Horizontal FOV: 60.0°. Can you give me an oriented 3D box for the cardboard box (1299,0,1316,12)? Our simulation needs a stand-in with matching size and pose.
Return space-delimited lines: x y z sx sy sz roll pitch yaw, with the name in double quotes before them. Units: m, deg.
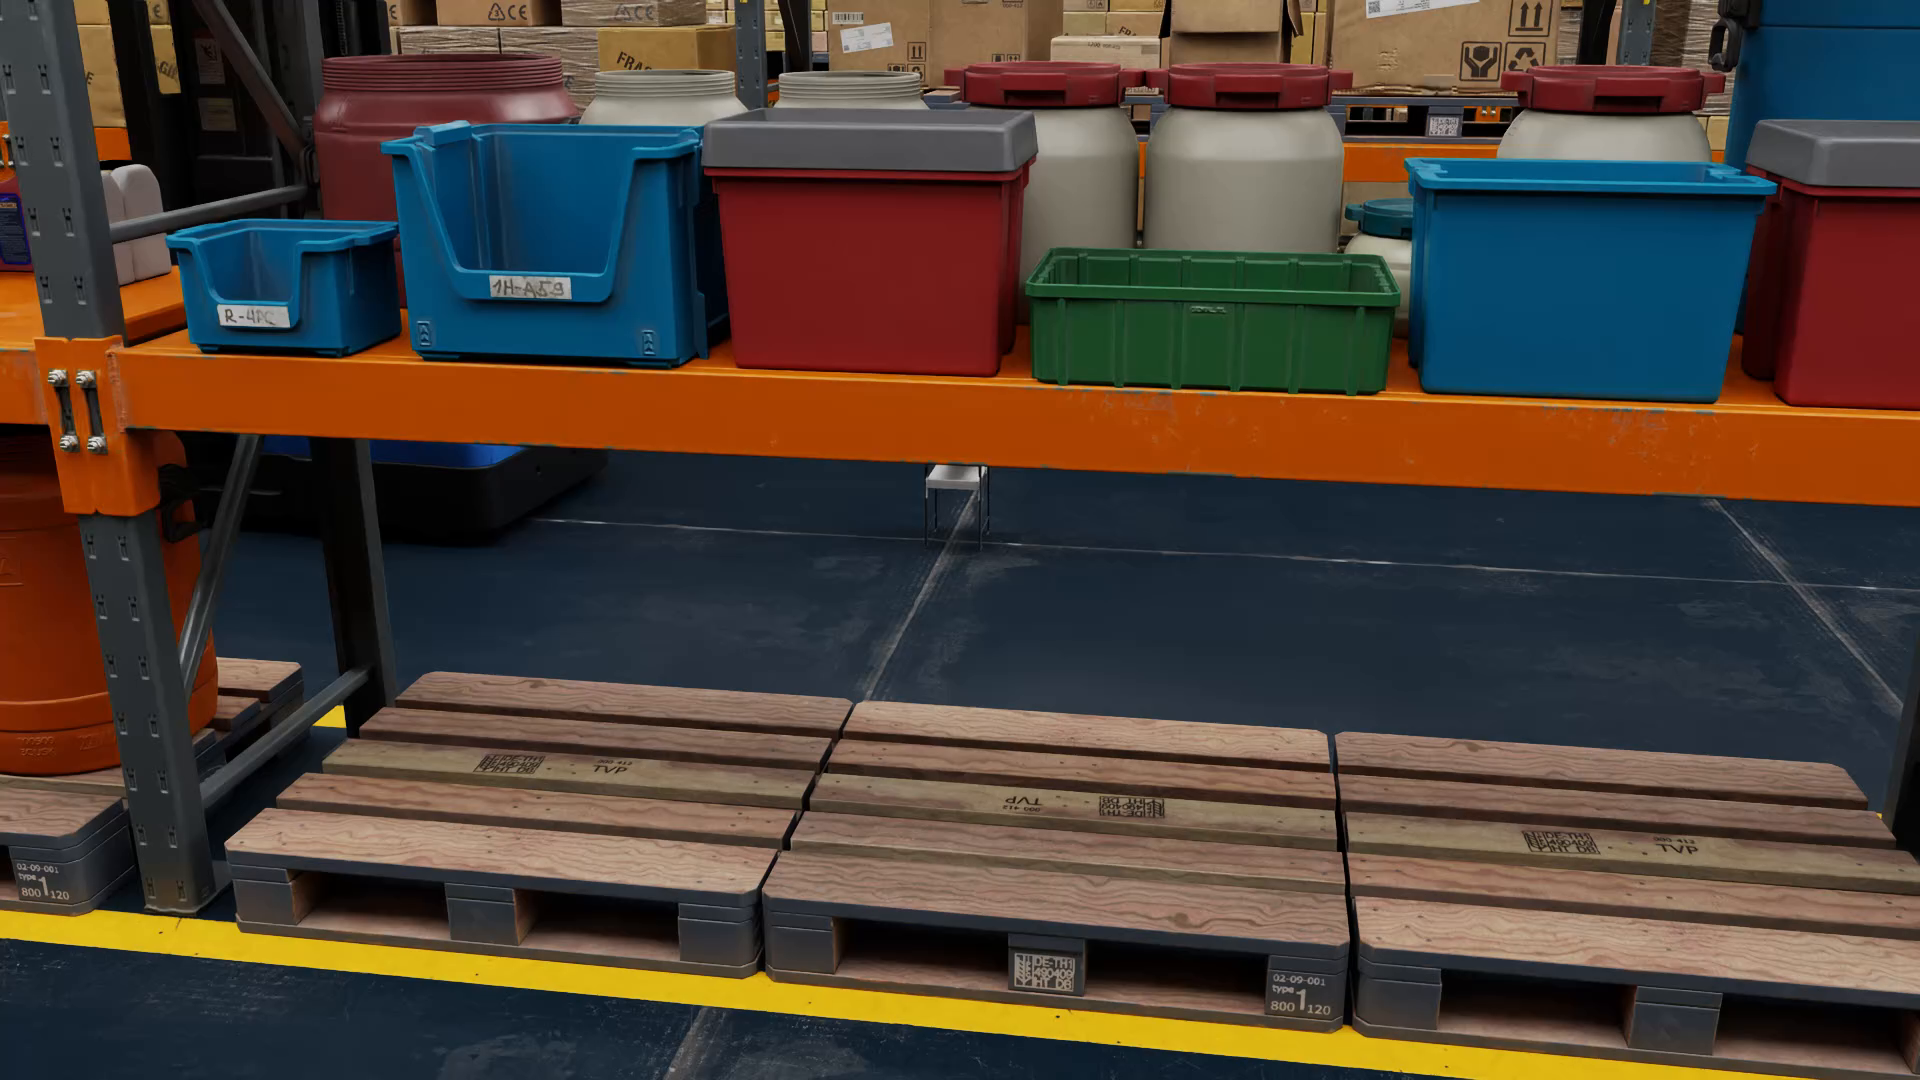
"cardboard box" 2.416 -4.224 12.465 0.500 0.500 0.700 3 19 9

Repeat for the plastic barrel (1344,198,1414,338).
"plastic barrel" 0.960 -0.577 3.517 0.301 0.262 0.301 0 18 0

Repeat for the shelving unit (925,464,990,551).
"shelving unit" -0.008 -0.427 6.162 0.210 0.900 0.258 3 19 9

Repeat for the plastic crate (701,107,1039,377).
"plastic crate" -0.160 -0.582 3.214 0.583 0.464 0.402 3 19 9

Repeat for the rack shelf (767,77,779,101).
"rack shelf" -2.009 -3.589 13.435 4.000 0.370 1.077 3 19 9

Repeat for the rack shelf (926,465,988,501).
"rack shelf" -0.008 -0.225 6.229 0.200 0.077 0.258 3 19 9

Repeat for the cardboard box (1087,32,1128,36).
"cardboard box" 0.768 -2.417 8.348 0.258 0.266 0.396 2 19 7

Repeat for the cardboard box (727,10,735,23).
"cardboard box" -1.611 -3.984 12.748 0.250 0.149 0.380 3 19 8

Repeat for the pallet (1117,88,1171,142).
"pallet" 1.040 -2.103 8.162 1.213 0.211 1.003 3 19 9

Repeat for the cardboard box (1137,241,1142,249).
"cardboard box" 0.854 -1.226 8.486 0.500 0.500 0.700 5 19 13

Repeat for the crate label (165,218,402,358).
"crate label" -1.350 -0.511 3.366 0.416 0.233 0.303 3 19 9

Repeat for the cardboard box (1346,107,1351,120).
"cardboard box" 4.867 -5.835 22.095 0.625 0.625 0.875 4 19 11

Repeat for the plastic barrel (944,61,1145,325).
"plastic barrel" 0.181 -0.767 3.655 0.433 0.535 0.433 0 18 0

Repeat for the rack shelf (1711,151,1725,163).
"rack shelf" 5.003 -1.637 7.603 4.000 0.370 1.077 3 19 9

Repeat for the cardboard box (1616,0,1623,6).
"cardboard box" 4.835 -4.191 12.162 0.550 0.550 0.875 3 19 9

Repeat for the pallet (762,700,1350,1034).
"pallet" 0.253 0.707 3.858 1.213 0.211 1.003 3 19 9

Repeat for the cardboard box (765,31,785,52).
"cardboard box" -1.339 -3.830 12.756 0.250 0.149 0.380 3 19 8

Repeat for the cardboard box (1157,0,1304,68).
"cardboard box" 1.302 -2.386 7.881 0.637 0.503 0.797 5 19 14

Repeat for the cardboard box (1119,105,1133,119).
"cardboard box" 2.048 -5.978 22.522 0.625 0.625 0.875 4 19 10

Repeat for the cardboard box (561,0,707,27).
"cardboard box" -1.641 -2.845 8.342 0.637 0.503 0.797 4 19 11

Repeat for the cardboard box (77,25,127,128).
"cardboard box" -4.456 -2.428 8.674 0.500 0.500 0.500 3 19 9

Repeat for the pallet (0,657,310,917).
"pallet" -2.492 0.567 4.276 1.213 0.211 1.003 3 19 9

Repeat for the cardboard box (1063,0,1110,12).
"cardboard box" 0.907 -4.300 12.694 0.500 0.500 0.700 3 19 8

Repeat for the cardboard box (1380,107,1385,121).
"cardboard box" 5.895 -5.673 22.203 0.500 0.250 0.500 3 19 9

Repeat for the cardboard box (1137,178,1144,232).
"cardboard box" 1.416 -2.860 13.006 0.750 0.750 1.050 3 19 9

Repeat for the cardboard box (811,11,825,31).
"cardboard box" -1.119 -3.958 12.670 0.250 0.149 0.380 3 19 10

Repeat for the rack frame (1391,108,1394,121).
"rack frame" 4.600 -5.184 17.069 0.127 3.000 1.000 3 19 9

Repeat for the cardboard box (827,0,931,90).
"cardboard box" -0.382 -2.512 8.265 0.500 0.500 0.500 1 19 2

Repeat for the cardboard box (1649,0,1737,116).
"cardboard box" 3.463 -2.226 7.601 0.500 0.500 0.875 3 19 9

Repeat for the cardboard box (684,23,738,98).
"cardboard box" -1.358 -2.438 8.703 0.500 0.500 0.500 3 19 10

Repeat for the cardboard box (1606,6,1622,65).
"cardboard box" 4.827 -3.664 12.289 0.550 0.550 0.875 3 19 9

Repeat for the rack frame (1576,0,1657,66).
"rack frame" 3.028 -2.079 7.790 0.127 3.000 1.000 3 19 9

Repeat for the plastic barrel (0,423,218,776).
"plastic barrel" -2.193 0.082 4.089 0.708 0.830 0.600 3 19 9

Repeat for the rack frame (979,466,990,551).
"rack frame" 0.092 -0.422 6.146 0.006 0.900 0.240 3 19 9

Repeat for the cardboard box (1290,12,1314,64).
"cardboard box" 2.359 -3.669 12.383 0.500 0.500 0.500 3 19 9

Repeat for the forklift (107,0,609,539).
"forklift" -3.064 -1.629 6.553 3.031 2.935 1.130 5 19 14

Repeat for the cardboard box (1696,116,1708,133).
"cardboard box" 3.193 -1.855 7.516 0.250 0.149 0.380 3 19 9

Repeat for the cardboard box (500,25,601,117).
"cardboard box" -1.939 -2.302 8.298 0.500 0.500 0.500 3 19 8

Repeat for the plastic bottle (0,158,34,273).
"plastic bottle" -2.400 -0.827 4.232 0.133 0.283 0.061 3 19 9

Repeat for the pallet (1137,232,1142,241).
"pallet" 1.933 -2.381 13.088 1.213 0.211 1.003 3 19 9

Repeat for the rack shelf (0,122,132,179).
"rack shelf" -2.896 -2.040 8.806 4.000 0.370 1.077 3 19 9

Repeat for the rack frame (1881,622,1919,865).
"rack frame" 2.243 -0.527 3.152 0.127 3.000 1.000 3 19 9

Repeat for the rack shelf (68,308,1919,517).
"rack shelf" 0.268 -0.287 3.567 4.000 0.370 1.077 3 19 9

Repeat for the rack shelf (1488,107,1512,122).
"rack shelf" 5.889 -3.186 12.232 4.000 0.370 1.077 3 19 9

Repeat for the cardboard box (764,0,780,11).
"cardboard box" -1.362 -4.111 12.660 0.250 0.149 0.380 3 19 10

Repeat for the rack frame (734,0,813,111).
"rack frame" -0.921 -2.280 8.391 0.127 3.000 1.000 3 19 9

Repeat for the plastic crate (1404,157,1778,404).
"plastic crate" 1.104 -0.478 3.029 0.575 0.384 0.392 3 19 9

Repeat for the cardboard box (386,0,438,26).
"cardboard box" -2.947 -2.911 8.537 0.637 0.503 0.797 4 19 10

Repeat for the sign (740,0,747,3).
"sign" -1.006 -2.656 7.688 0.005 0.325 0.100 3 19 9

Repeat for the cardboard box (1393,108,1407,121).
"cardboard box" 4.347 -3.798 15.674 0.500 0.500 0.500 3 19 9

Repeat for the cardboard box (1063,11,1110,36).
"cardboard box" 0.868 -3.745 12.610 0.500 0.500 0.500 3 19 8

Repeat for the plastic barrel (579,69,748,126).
"plastic barrel" -0.657 -0.797 3.781 0.421 0.512 0.421 0 18 0

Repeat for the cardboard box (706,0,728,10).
"cardboard box" -1.868 -4.138 12.740 0.250 0.149 0.380 4 19 11

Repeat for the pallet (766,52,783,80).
"pallet" -1.996 -3.825 13.310 1.213 0.211 1.003 3 19 9

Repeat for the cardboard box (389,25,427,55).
"cardboard box" -2.955 -2.353 8.451 0.500 0.500 0.500 3 19 10

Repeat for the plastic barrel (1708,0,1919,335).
"plastic barrel" 1.909 -0.880 3.414 0.708 0.901 0.600 3 19 9
